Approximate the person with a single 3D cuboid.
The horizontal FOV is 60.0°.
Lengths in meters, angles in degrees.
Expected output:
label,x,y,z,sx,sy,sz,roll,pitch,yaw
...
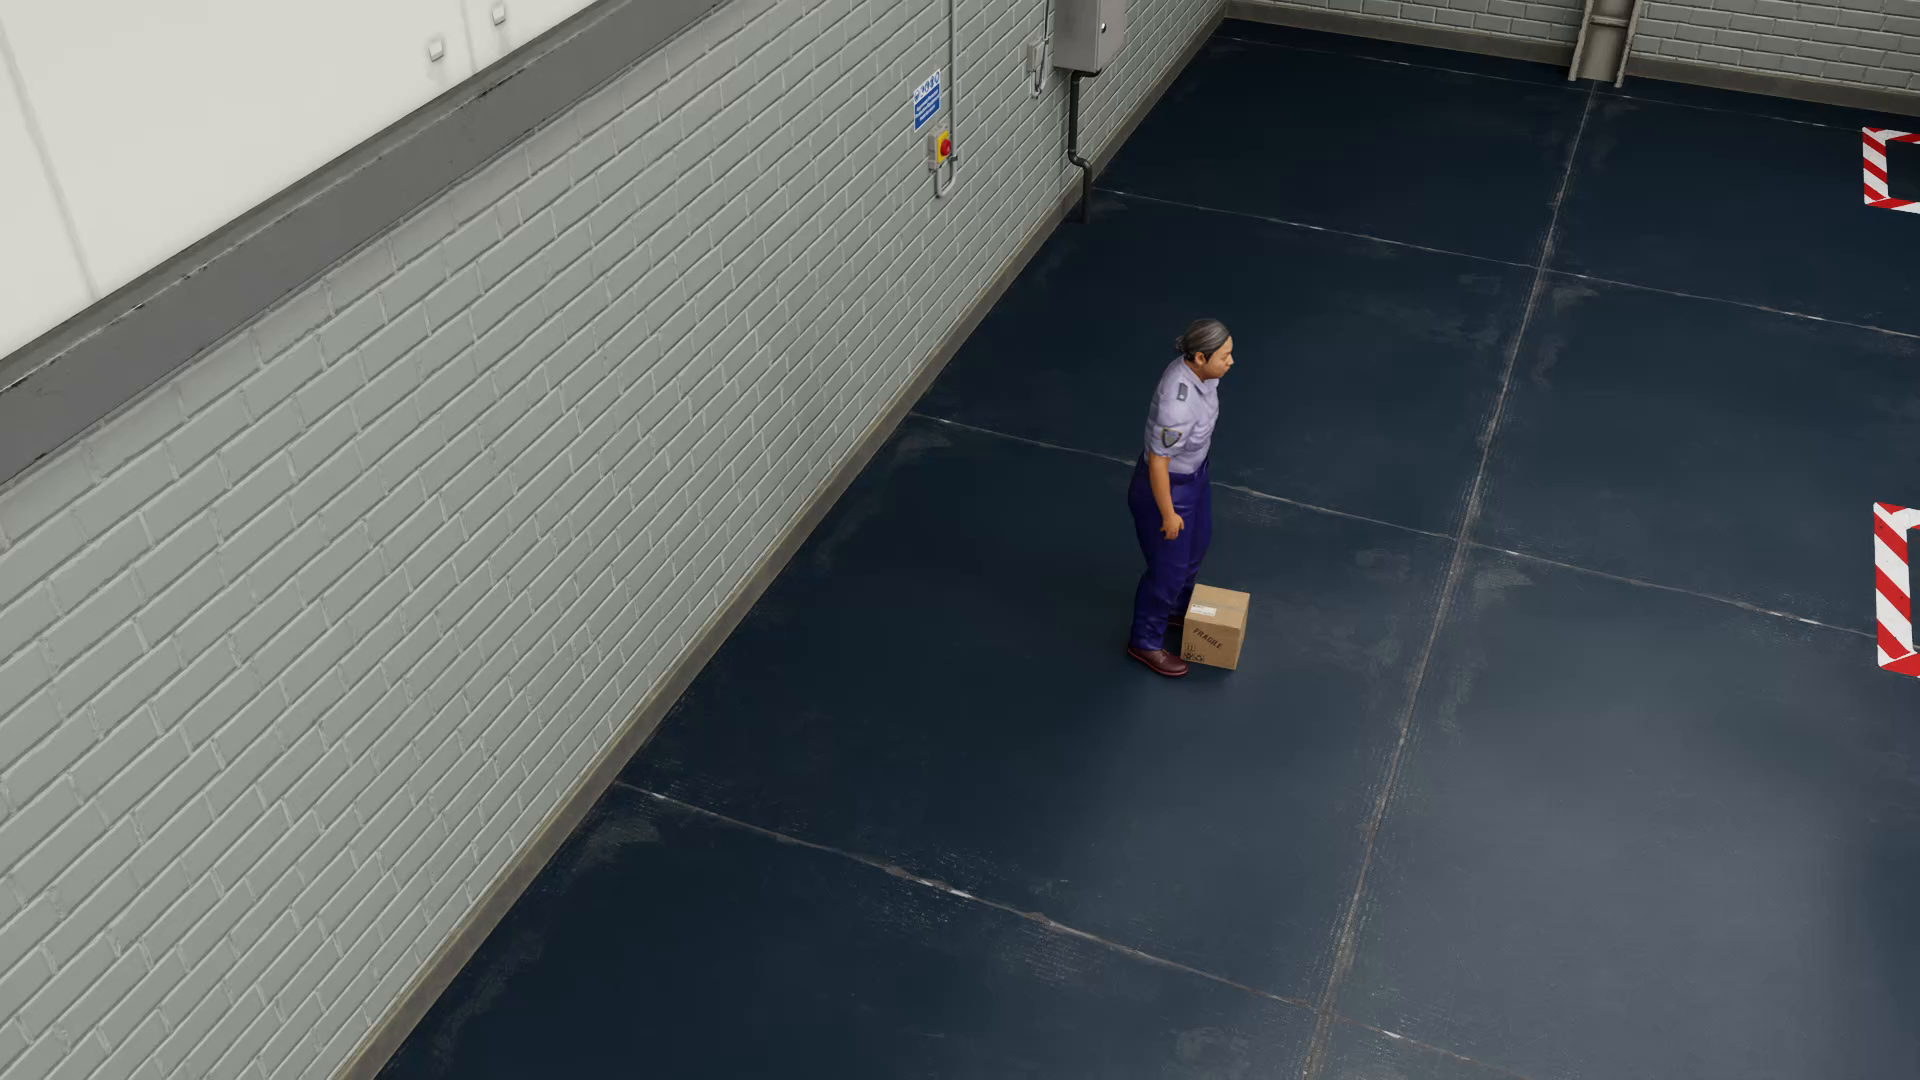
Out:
label,x,y,z,sx,sy,sz,roll,pitch,yaw
person,0.945,-0.214,7.101,0.413,1.652,0.540,14,40,18
